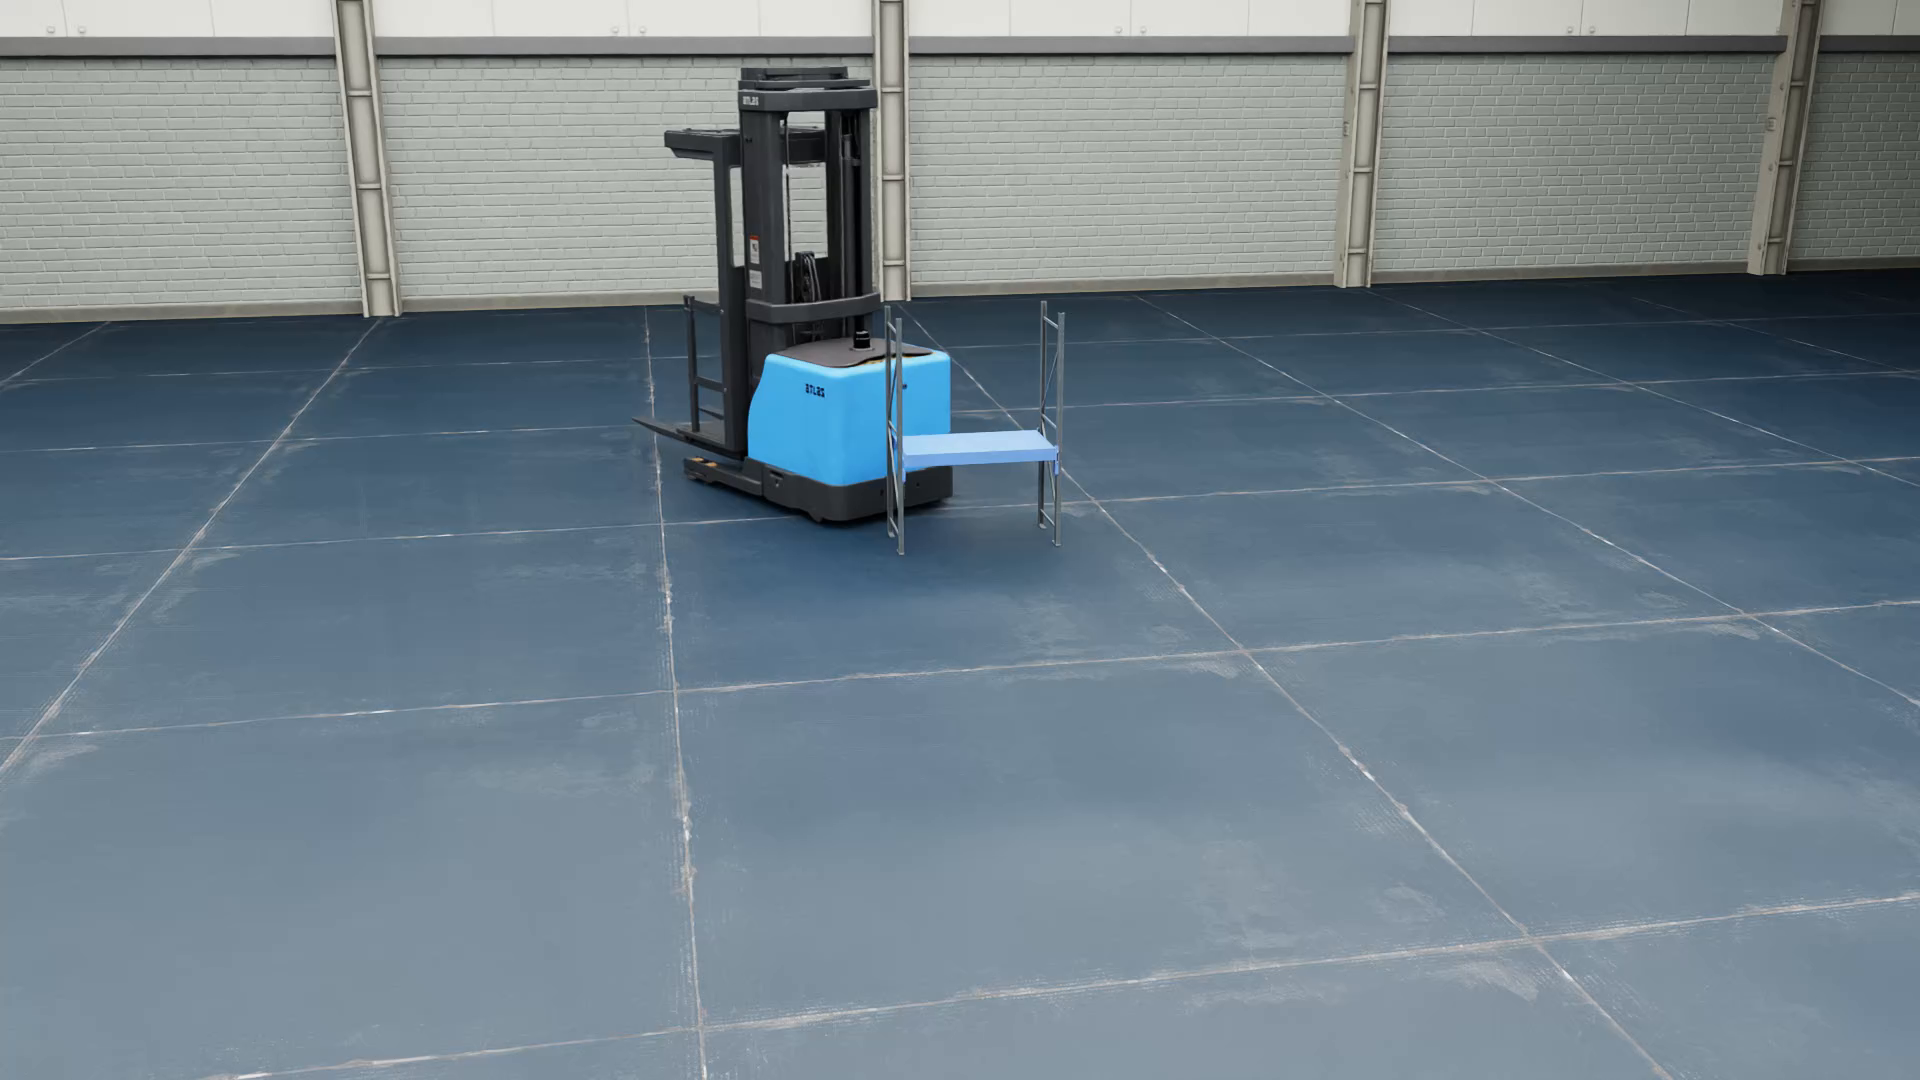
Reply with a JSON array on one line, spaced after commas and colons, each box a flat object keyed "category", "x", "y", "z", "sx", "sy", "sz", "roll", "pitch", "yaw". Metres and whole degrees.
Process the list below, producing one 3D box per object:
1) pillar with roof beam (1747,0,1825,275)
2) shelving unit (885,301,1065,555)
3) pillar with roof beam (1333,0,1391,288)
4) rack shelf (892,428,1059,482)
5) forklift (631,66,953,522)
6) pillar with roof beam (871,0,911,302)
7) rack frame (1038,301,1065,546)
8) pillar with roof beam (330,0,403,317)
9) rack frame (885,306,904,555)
[{"category": "pillar with roof beam", "x": 11.777, "y": -6.689, "z": 17.262, "sx": 0.400, "sy": 9.000, "sz": 9.100, "roll": -3, "pitch": 17, "yaw": -10}, {"category": "shelving unit", "x": 0.084, "y": -0.722, "z": 10.607, "sx": 1.048, "sy": 1.500, "sz": 0.538, "roll": -3, "pitch": 17, "yaw": -10}, {"category": "pillar with roof beam", "x": 5.886, "y": -6.354, "z": 16.174, "sx": 0.400, "sy": 9.000, "sz": 9.100, "roll": -3, "pitch": 17, "yaw": -10}, {"category": "rack shelf", "x": 0.084, "y": -0.550, "z": 10.660, "sx": 1.000, "sy": 0.185, "sz": 0.538, "roll": -3, "pitch": 17, "yaw": -10}, {"category": "forklift", "x": -1.383, "y": -1.883, "z": 11.951, "sx": 1.130, "sy": 2.935, "sz": 3.031, "roll": -14, "pitch": 22, "yaw": -38}, {"category": "pillar with roof beam", "x": -0.005, "y": -6.020, "z": 15.085, "sx": 0.400, "sy": 9.000, "sz": 9.100, "roll": -3, "pitch": 17, "yaw": -10}, {"category": "rack frame", "x": 0.583, "y": -0.750, "z": 10.699, "sx": 0.032, "sy": 1.500, "sz": 0.500, "roll": -3, "pitch": 17, "yaw": -10}, {"category": "pillar with roof beam", "x": -5.896, "y": -5.686, "z": 13.997, "sx": 0.400, "sy": 9.000, "sz": 9.100, "roll": -3, "pitch": 17, "yaw": -10}, {"category": "rack frame", "x": -0.415, "y": -0.693, "z": 10.515, "sx": 0.032, "sy": 1.500, "sz": 0.500, "roll": -3, "pitch": 17, "yaw": -10}]
